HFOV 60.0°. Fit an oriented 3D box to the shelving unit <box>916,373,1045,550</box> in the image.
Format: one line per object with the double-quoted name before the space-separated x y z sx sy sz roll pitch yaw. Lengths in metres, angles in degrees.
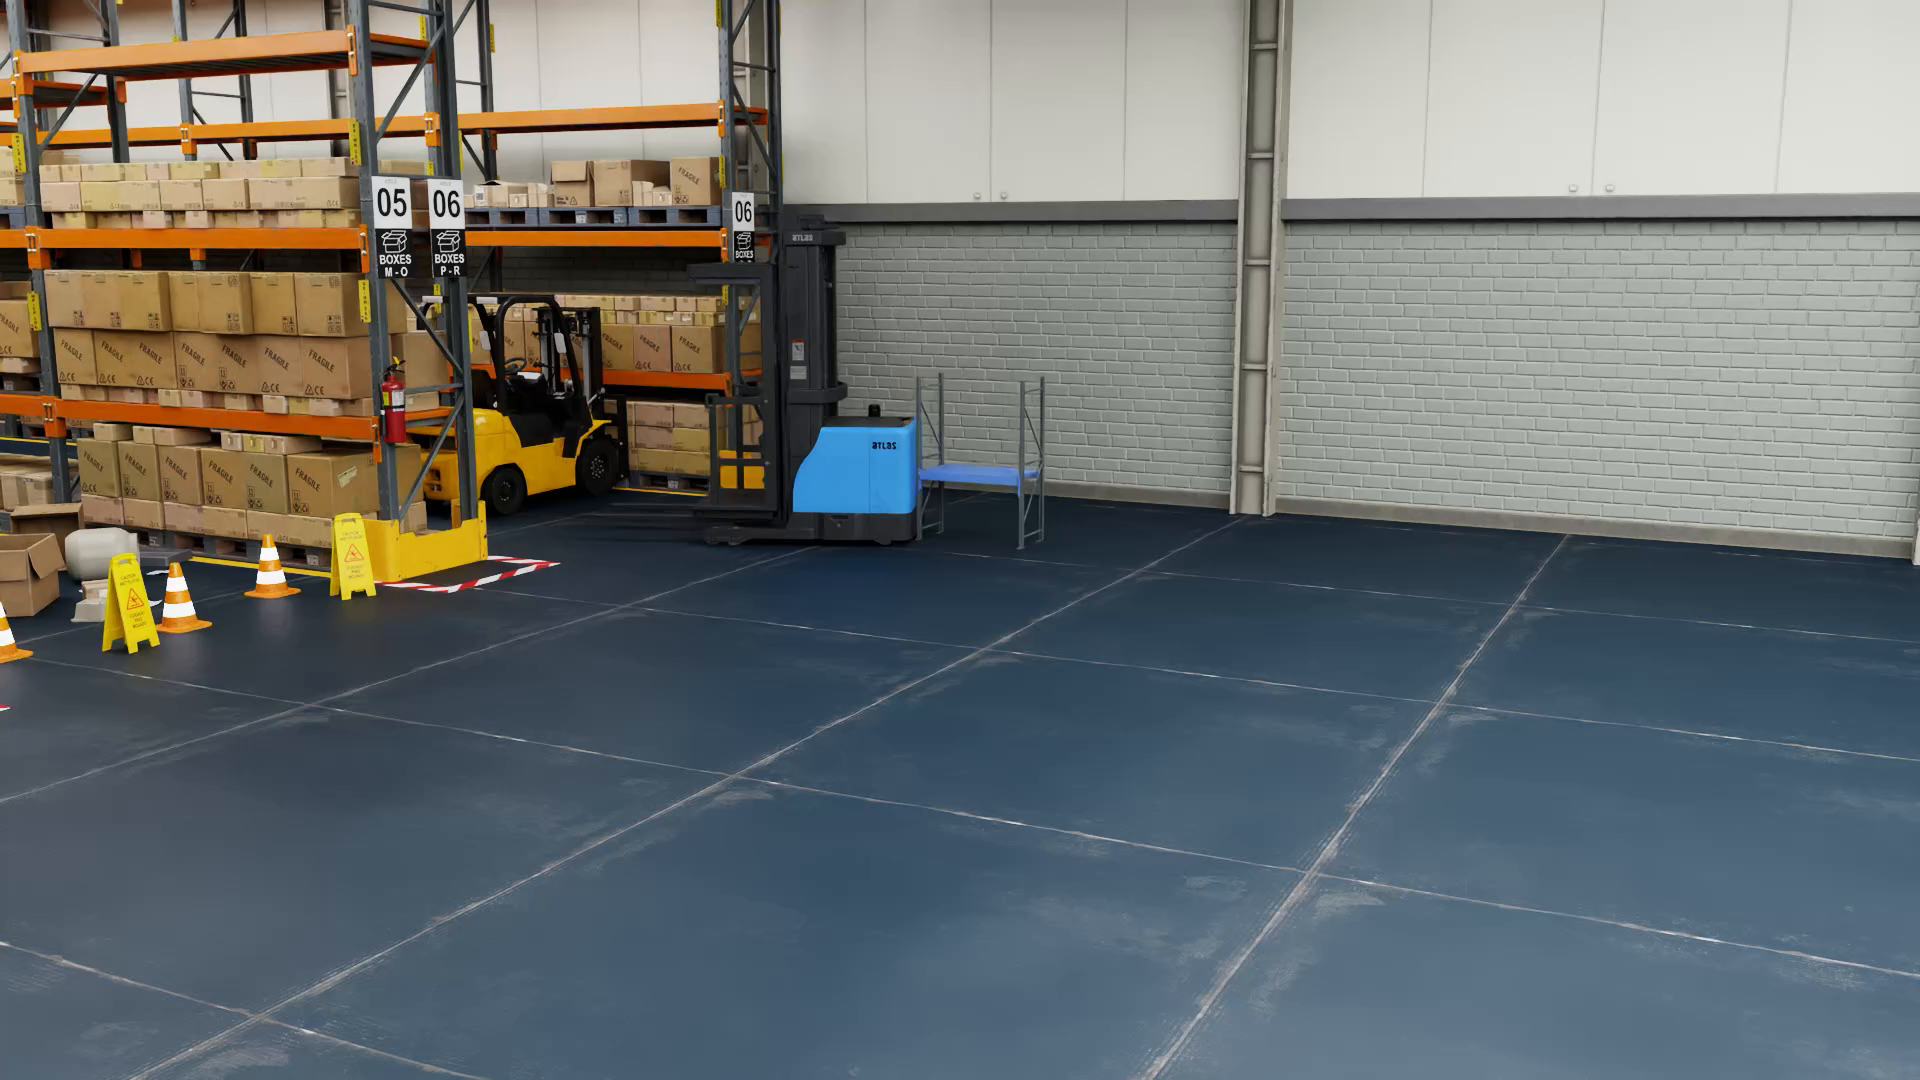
"shelving unit" 0.185 -0.730 15.074 1.048 1.500 0.538 5 11 25

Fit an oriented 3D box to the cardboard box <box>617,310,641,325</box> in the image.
"cardboard box" -3.564 -2.456 18.297 0.250 0.149 0.380 5 11 24

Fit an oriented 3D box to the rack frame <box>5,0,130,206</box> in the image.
"rack frame" -7.984 -4.499 14.841 0.127 3.000 1.000 5 11 26

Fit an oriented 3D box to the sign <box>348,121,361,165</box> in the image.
"sign" -4.660 -3.056 12.806 0.005 0.325 0.100 5 11 26

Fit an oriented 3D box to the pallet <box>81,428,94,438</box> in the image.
"pallet" -11.121 -1.444 22.638 1.213 0.211 1.003 5 11 26

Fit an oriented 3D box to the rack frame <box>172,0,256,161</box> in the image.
"rack frame" -9.378 -5.607 20.964 0.127 3.000 1.000 5 11 26

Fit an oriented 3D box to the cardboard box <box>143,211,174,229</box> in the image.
"cardboard box" -6.696 -2.720 14.139 0.250 0.149 0.380 5 11 25

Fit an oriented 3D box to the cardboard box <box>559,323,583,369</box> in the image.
"cardboard box" -4.138 -2.191 18.655 0.500 0.500 0.500 5 11 26

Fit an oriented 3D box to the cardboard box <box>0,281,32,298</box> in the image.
"cardboard box" -9.269 -2.431 16.144 0.250 0.149 0.380 6 12 29

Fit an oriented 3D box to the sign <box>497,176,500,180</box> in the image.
"sign" -5.547 -4.198 19.927 0.005 0.325 0.100 5 11 26

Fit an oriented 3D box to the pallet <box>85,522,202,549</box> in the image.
"pallet" -7.366 -0.128 15.362 1.213 0.211 1.003 5 11 26

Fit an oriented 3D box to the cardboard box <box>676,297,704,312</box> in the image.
"cardboard box" -2.853 -2.549 17.972 0.250 0.149 0.380 5 11 26

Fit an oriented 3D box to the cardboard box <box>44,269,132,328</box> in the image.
"cardboard box" -7.685 -2.165 14.868 0.500 0.500 0.700 5 11 25

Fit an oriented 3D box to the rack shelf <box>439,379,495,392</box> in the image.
"rack shelf" -7.585 -2.144 20.692 4.000 0.370 1.077 5 11 26

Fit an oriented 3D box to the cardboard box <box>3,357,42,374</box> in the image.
"cardboard box" -8.567 -1.626 15.340 0.250 0.149 0.380 5 11 27

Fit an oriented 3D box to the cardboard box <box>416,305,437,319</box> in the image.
"cardboard box" -6.196 -2.700 19.643 0.250 0.149 0.380 5 12 28

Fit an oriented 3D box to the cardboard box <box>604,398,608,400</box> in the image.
"cardboard box" -4.123 -1.476 18.714 0.500 0.250 0.500 5 11 25

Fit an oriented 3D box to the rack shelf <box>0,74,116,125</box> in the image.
"rack shelf" -9.777 -4.106 15.811 4.000 0.370 1.077 5 11 26

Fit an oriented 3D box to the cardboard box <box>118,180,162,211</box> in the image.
"cardboard box" -6.800 -2.937 14.216 0.500 0.250 0.500 5 11 26

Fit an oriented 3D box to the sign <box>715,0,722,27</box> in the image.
"sign" -2.457 -5.390 16.918 0.005 0.325 0.100 5 11 26

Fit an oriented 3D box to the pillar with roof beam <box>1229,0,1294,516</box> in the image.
"pillar with roof beam" 1.046 -4.015 12.168 0.400 9.000 9.100 5 11 26

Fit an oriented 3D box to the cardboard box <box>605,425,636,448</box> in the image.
"cardboard box" -3.696 -1.191 18.548 0.500 0.250 0.500 5 11 25

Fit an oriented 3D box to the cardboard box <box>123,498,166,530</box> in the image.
"cardboard box" -7.091 -0.271 14.865 0.500 0.250 0.500 6 12 29

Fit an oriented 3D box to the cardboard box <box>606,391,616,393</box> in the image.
"cardboard box" -4.355 -1.598 19.392 0.500 0.250 0.500 5 11 26

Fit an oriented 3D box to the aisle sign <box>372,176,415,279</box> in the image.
"aisle sign" -4.470 -2.460 13.119 0.004 0.787 0.394 5 11 26

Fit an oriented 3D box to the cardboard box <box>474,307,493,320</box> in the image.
"cardboard box" -5.389 -2.621 19.208 0.250 0.149 0.380 5 12 27

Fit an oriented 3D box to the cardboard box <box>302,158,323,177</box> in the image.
"cardboard box" -5.045 -2.983 13.351 0.250 0.149 0.380 5 12 27

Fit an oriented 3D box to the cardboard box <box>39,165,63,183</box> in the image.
"cardboard box" -7.846 -3.215 14.634 0.250 0.149 0.380 5 11 25

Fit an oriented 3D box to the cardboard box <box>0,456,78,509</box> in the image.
"cardboard box" -9.102 -0.558 16.108 0.625 0.372 0.950 6 12 29

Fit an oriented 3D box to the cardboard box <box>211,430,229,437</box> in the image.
"cardboard box" -6.878 -0.726 15.275 0.500 0.500 0.500 5 12 27

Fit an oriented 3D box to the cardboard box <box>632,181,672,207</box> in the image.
"cardboard box" -3.309 -3.727 17.917 0.258 0.266 0.396 5 11 26

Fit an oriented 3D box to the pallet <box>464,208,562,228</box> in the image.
"pallet" -5.015 -3.709 19.149 1.213 0.211 1.003 5 11 26

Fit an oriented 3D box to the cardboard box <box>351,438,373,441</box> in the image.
"cardboard box" -6.956 -1.480 20.493 0.625 0.625 0.875 5 11 25

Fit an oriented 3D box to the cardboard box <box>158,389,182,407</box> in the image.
"cardboard box" -6.700 -1.245 14.412 0.250 0.149 0.380 5 11 26

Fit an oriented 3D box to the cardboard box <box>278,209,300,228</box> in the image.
"cardboard box" -5.301 -2.608 13.522 0.250 0.149 0.380 5 12 28

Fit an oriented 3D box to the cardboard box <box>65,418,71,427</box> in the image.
"cardboard box" -12.149 -1.833 22.793 0.500 0.500 0.500 5 11 25

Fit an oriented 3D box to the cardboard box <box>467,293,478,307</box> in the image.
"cardboard box" -5.636 -2.782 19.263 0.250 0.149 0.380 5 12 27

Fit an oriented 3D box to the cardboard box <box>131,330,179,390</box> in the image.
"cardboard box" -6.808 -1.586 14.474 0.500 0.500 0.500 5 11 25

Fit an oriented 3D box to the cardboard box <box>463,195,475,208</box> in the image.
"cardboard box" -5.523 -3.864 19.002 0.250 0.149 0.380 5 12 27

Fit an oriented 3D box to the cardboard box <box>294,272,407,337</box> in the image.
"cardboard box" -4.951 -1.925 13.539 0.500 0.500 0.700 5 11 24

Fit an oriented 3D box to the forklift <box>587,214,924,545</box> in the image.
"forklift" -1.890 -1.486 15.228 3.031 2.935 1.130 1 10 6

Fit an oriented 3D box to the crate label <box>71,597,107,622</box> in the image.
"crate label" -6.272 0.501 12.097 0.298 0.136 0.250 -1 10 -4

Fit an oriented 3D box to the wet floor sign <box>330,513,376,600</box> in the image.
"wet floor sign" -4.700 0.113 12.816 0.267 0.644 0.232 -10 14 -43

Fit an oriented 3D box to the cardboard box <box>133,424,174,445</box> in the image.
"cardboard box" -7.027 -0.940 14.633 0.250 0.149 0.380 6 12 28

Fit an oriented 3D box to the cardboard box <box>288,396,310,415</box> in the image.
"cardboard box" -5.324 -1.129 13.773 0.250 0.149 0.380 5 11 25

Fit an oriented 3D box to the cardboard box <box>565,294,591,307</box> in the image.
"cardboard box" -4.215 -2.677 18.679 0.250 0.149 0.380 5 11 26

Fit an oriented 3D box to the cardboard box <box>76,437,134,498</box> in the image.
"cardboard box" -7.574 -0.680 15.021 0.500 0.500 0.500 6 12 29

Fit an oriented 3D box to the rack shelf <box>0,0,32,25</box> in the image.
"rack shelf" -14.759 -7.361 23.345 4.000 0.370 1.077 5 11 26

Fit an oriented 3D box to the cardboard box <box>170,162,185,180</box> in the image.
"cardboard box" -6.415 -3.106 14.030 0.250 0.149 0.380 5 12 27
